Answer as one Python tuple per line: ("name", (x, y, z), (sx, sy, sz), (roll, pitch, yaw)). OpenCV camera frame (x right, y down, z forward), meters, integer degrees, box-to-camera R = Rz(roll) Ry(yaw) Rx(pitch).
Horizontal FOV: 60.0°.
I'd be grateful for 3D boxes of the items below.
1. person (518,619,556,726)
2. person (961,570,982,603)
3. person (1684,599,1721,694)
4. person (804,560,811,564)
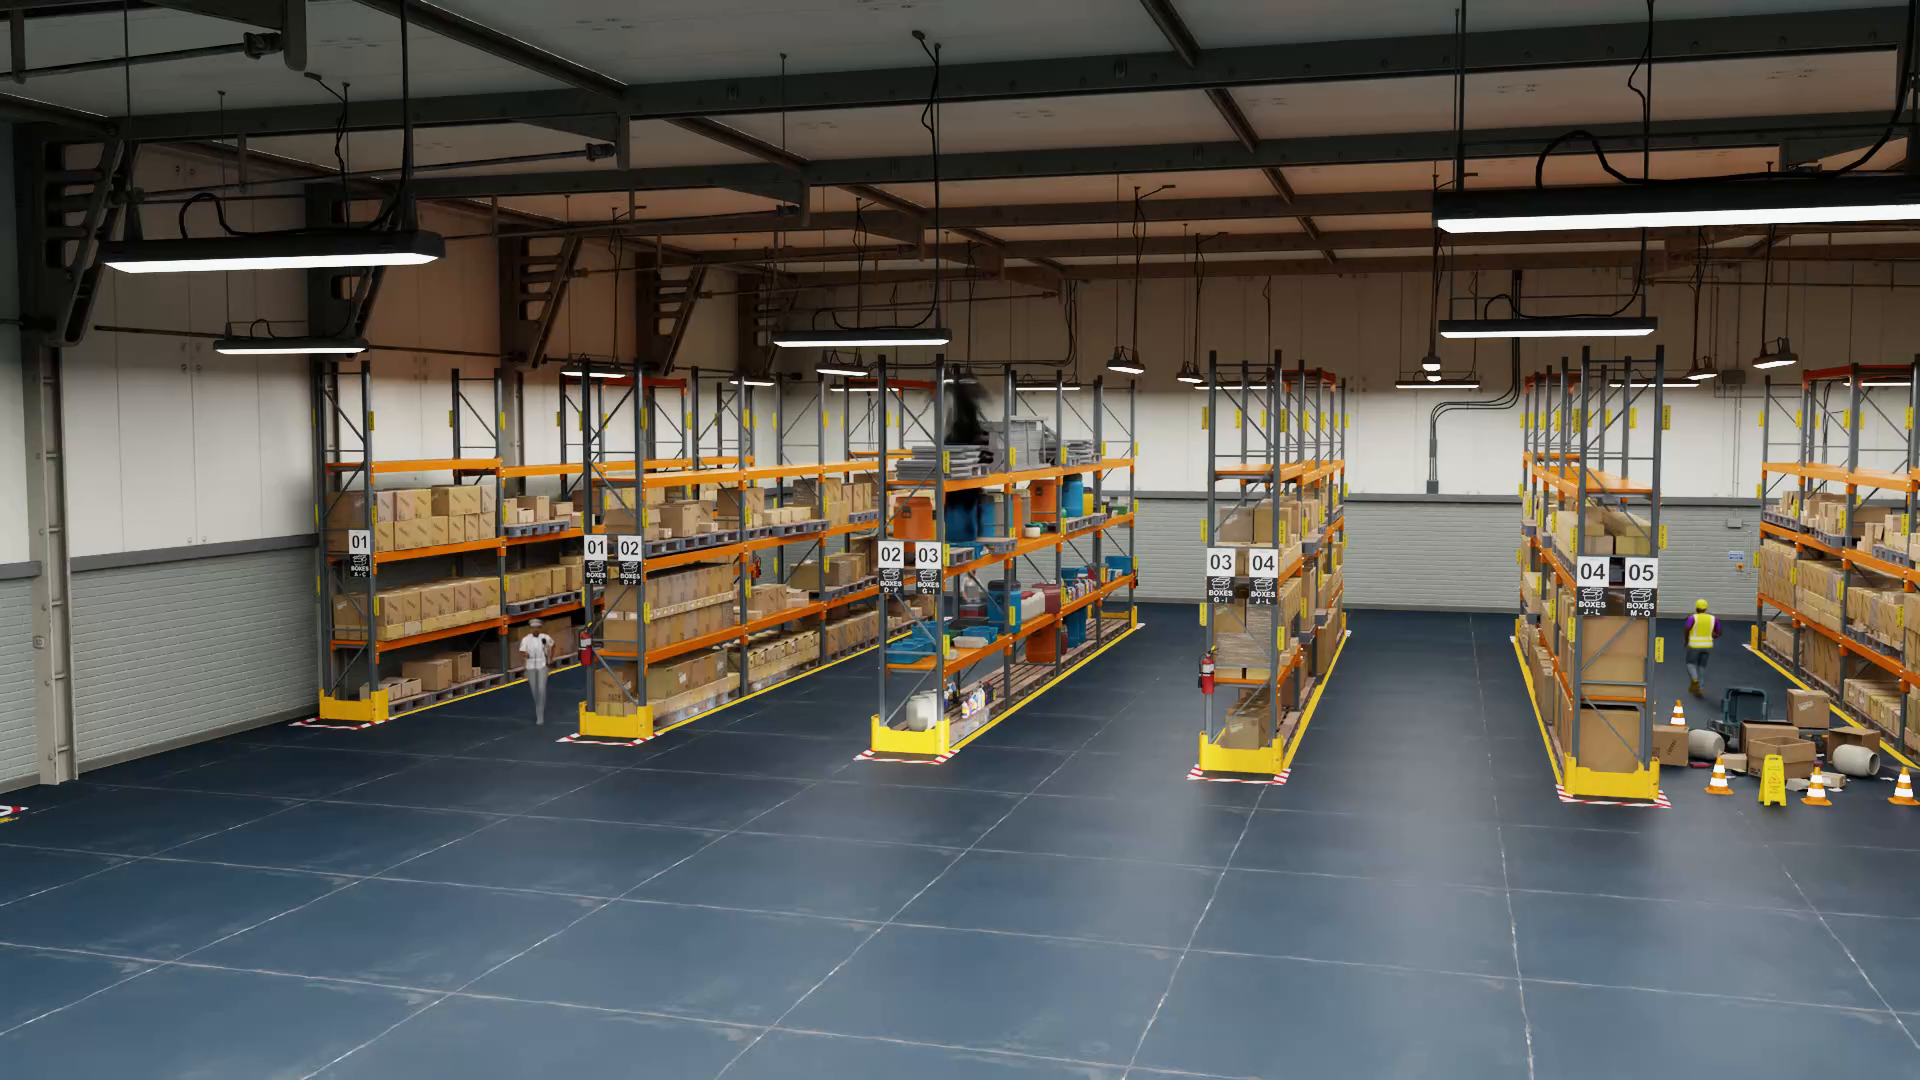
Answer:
("person", (-7.061, 2.165, 27.738), (0.573, 1.739, 0.848), (0, 4, -3))
("person", (0.275, 1.413, 39.660), (0.519, 1.528, 0.566), (0, 4, 6))
("person", (13.596, 1.948, 30.570), (0.697, 1.724, 0.566), (1, 4, 7))
("person", (-3.494, 1.346, 38.551), (0.664, 1.787, 0.902), (1, 4, 14))
